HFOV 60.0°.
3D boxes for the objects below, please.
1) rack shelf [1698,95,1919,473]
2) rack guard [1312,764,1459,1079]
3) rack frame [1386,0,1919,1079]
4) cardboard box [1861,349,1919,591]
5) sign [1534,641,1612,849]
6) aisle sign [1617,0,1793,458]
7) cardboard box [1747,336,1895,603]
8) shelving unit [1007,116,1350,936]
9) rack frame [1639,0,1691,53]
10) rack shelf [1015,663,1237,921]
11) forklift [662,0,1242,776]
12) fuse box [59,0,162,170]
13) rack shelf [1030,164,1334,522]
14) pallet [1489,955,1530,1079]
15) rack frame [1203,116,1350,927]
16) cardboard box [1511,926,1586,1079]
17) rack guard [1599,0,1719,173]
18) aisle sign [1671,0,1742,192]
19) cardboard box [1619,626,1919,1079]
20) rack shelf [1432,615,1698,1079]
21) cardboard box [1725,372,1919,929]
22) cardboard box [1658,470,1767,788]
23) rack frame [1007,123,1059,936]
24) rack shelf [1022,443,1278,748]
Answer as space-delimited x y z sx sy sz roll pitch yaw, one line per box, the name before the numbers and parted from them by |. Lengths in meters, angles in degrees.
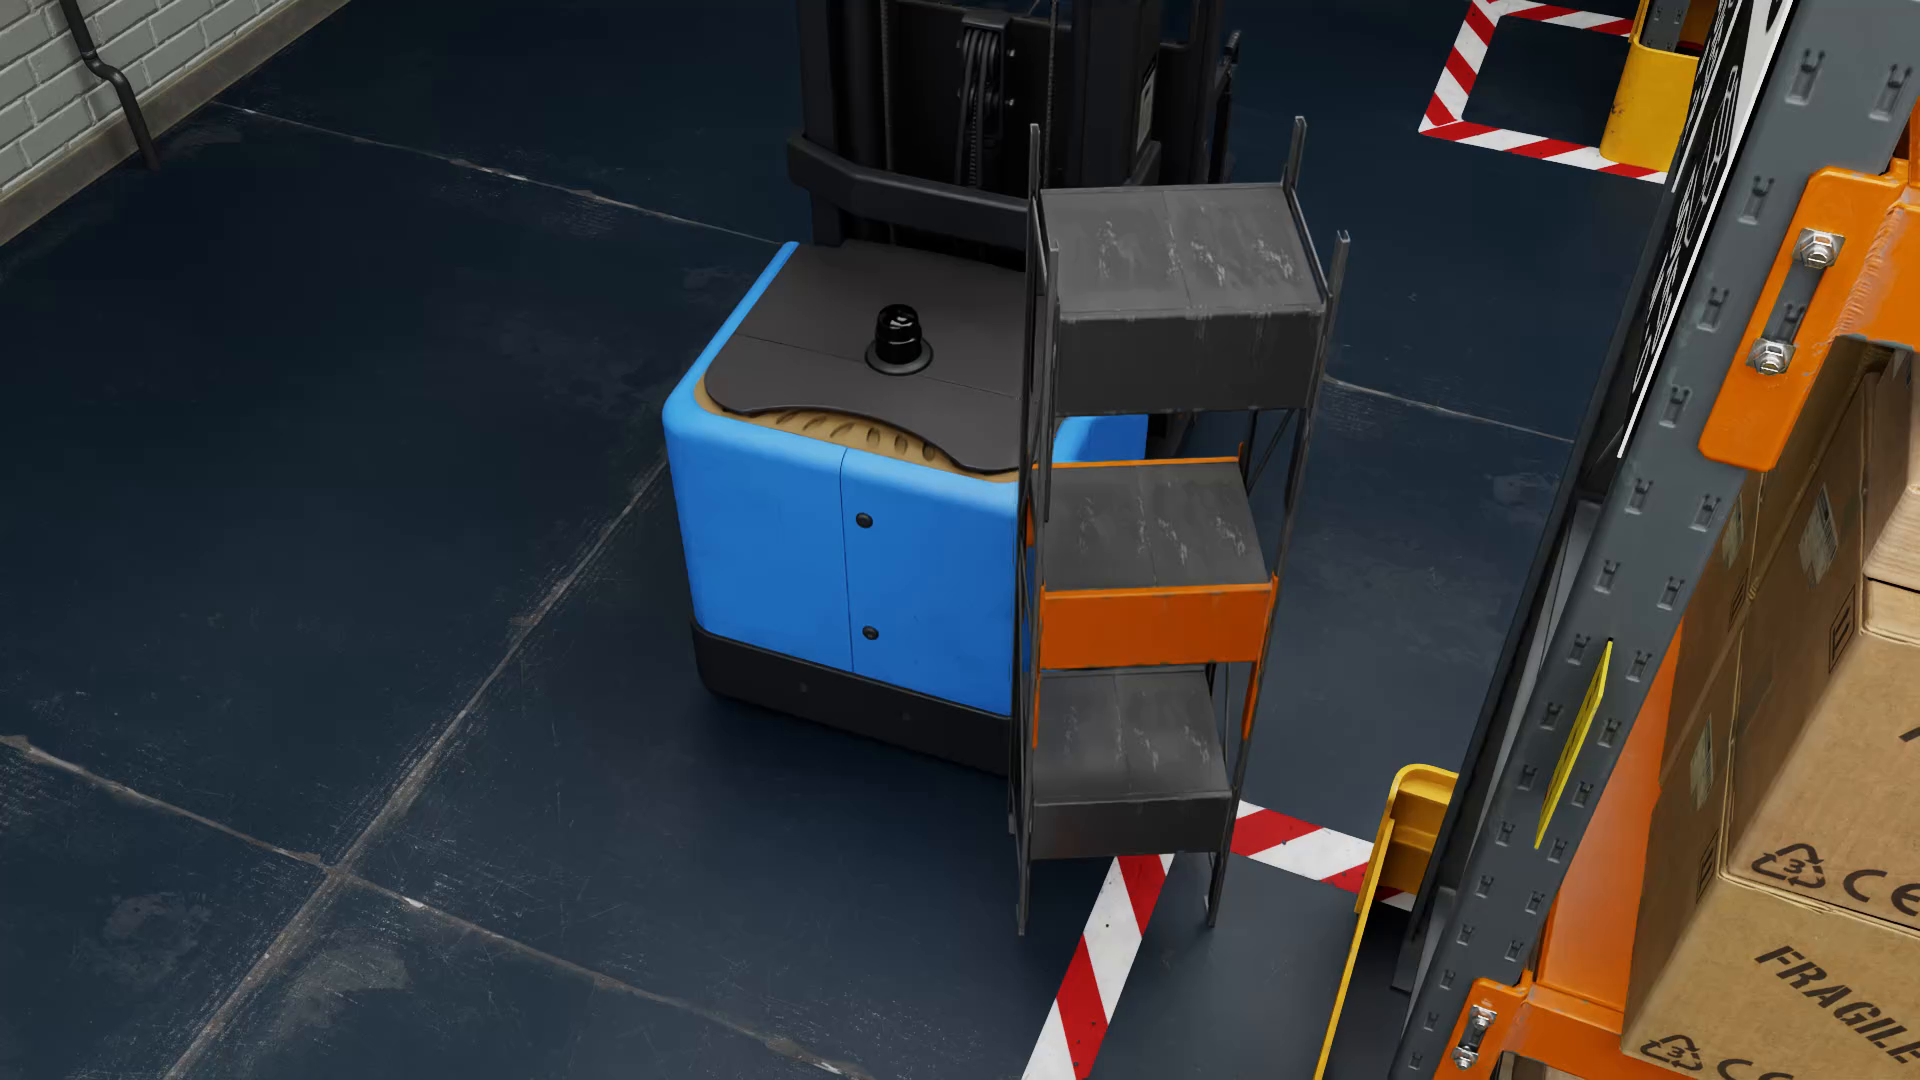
rack shelf | 2.866 -0.016 1.523 4.000 0.370 1.077 16 47 16
rack guard | 0.998 1.128 3.761 0.348 0.500 1.175 16 47 16
rack frame | 1.021 0.249 2.873 0.127 3.000 1.000 16 47 16
cardboard box | 1.242 -0.094 1.979 0.250 0.149 0.380 17 47 17
sign | 0.801 0.273 2.179 0.005 0.325 0.100 16 47 16
aisle sign | 0.843 -0.504 1.786 0.004 0.787 0.394 16 47 16
cardboard box | 1.557 -0.165 2.510 0.500 0.500 0.500 18 48 17
shelving unit | 0.390 0.115 3.646 0.503 2.100 0.431 -2 45 -2
rack frame | 2.928 -2.983 6.122 0.127 3.000 1.000 16 47 16
rack shelf | 0.390 0.621 4.149 0.480 0.518 0.431 -2 45 -2
forklift | 0.229 -1.457 4.636 1.130 2.935 3.031 14 47 14
fuse box | -3.249 -2.138 6.186 0.414 1.711 0.539 16 47 16
rack shelf | 0.390 -0.371 3.161 0.480 0.518 0.431 -2 45 -2
pallet | 1.789 1.404 3.690 1.213 0.211 1.003 16 47 16
rack frame | 0.633 0.106 3.655 0.015 2.100 0.400 -2 45 -2
cardboard box | 1.668 1.122 3.514 0.875 0.438 0.875 15 47 15
rack guard | 2.998 -2.077 6.983 0.348 0.500 1.175 16 47 16
aisle sign | 1.074 -0.894 2.179 0.004 0.787 0.394 16 47 16
cardboard box | 1.353 0.531 2.519 0.500 0.500 0.500 16 47 16
rack shelf | 2.866 1.047 2.581 4.000 0.370 1.077 16 47 16
cardboard box | 1.354 0.175 2.168 0.500 0.500 0.500 15 47 15
cardboard box | 1.568 0.172 2.880 0.500 0.500 0.500 17 47 16
rack frame | 0.146 0.124 3.636 0.015 2.100 0.400 -2 45 -2
rack shelf | 0.390 0.125 3.655 0.480 0.518 0.431 -2 45 -2
